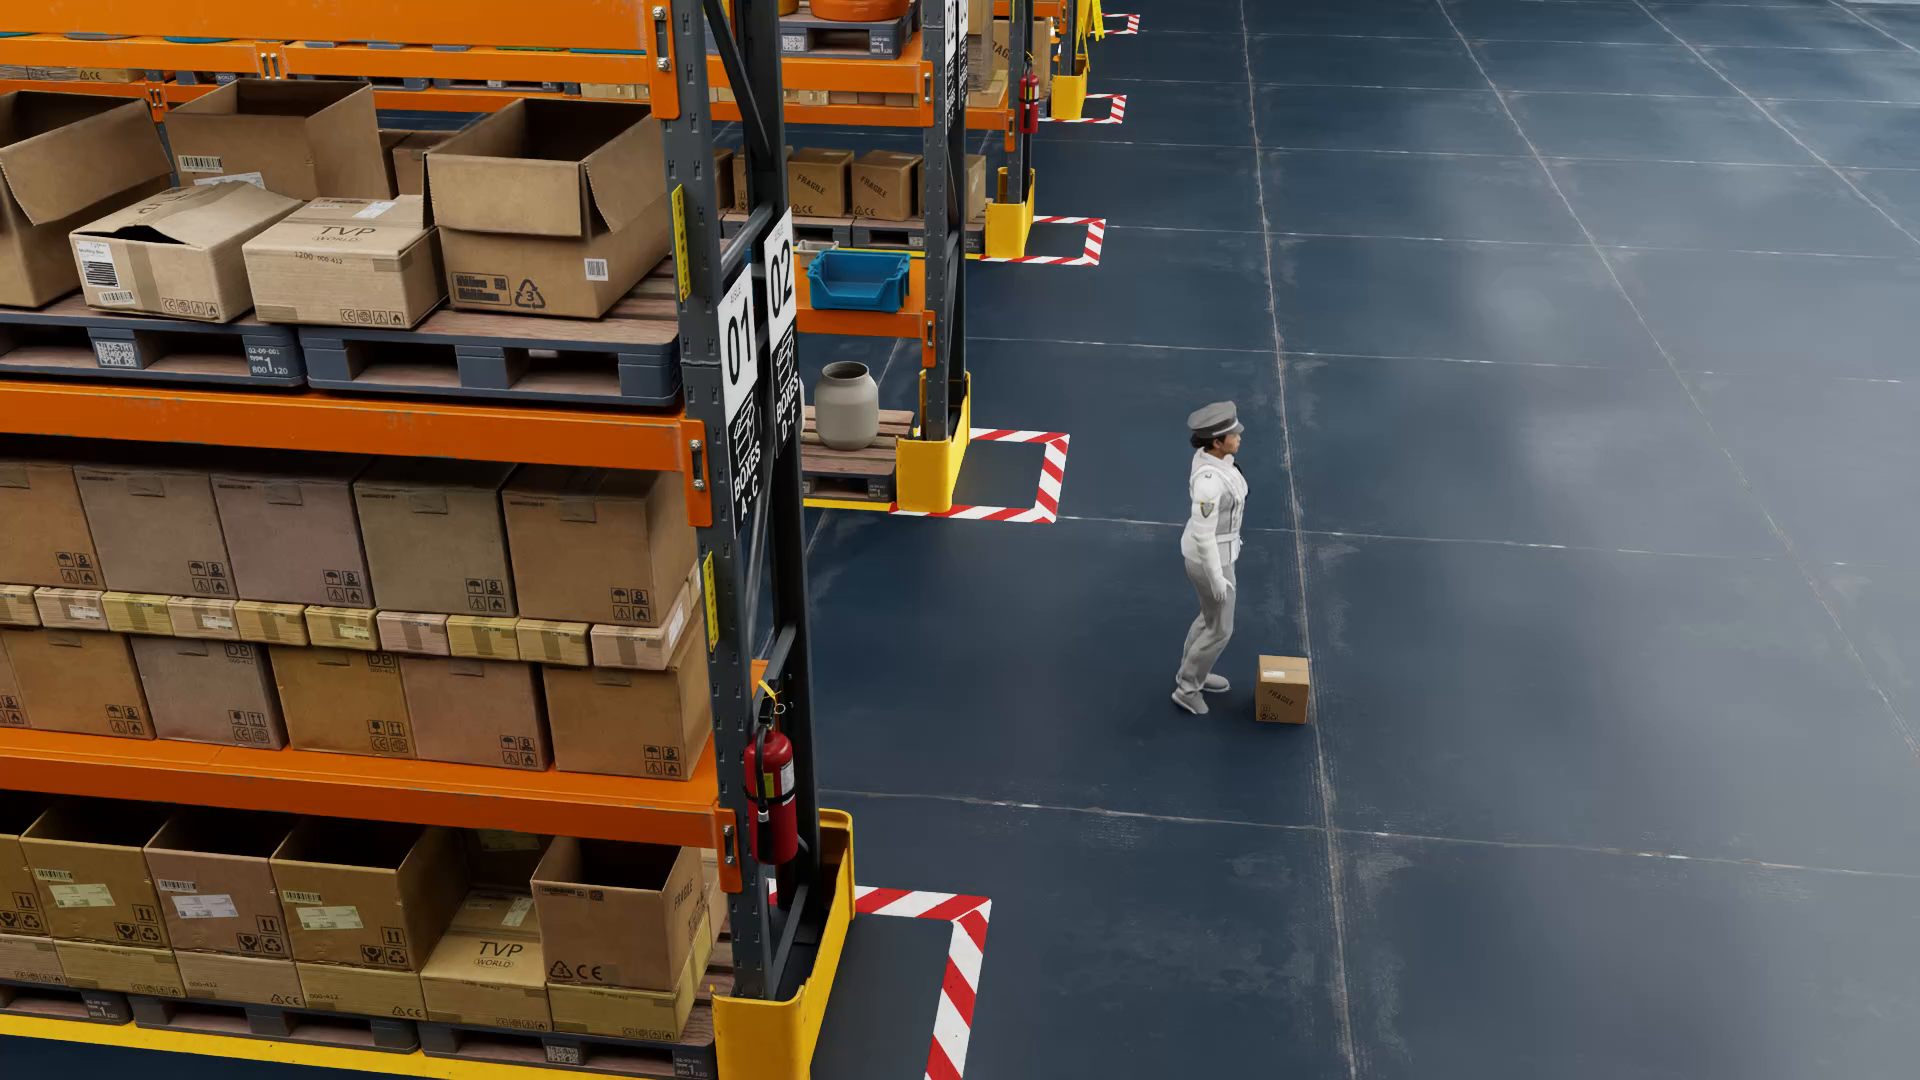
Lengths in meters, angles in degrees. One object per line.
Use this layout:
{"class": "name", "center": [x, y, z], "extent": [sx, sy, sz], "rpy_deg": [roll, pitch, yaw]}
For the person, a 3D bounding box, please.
{"class": "person", "center": [1.284, 0.104, 8.511], "extent": [0.347, 1.759, 0.568], "rpy_deg": [3, 29, 6]}
